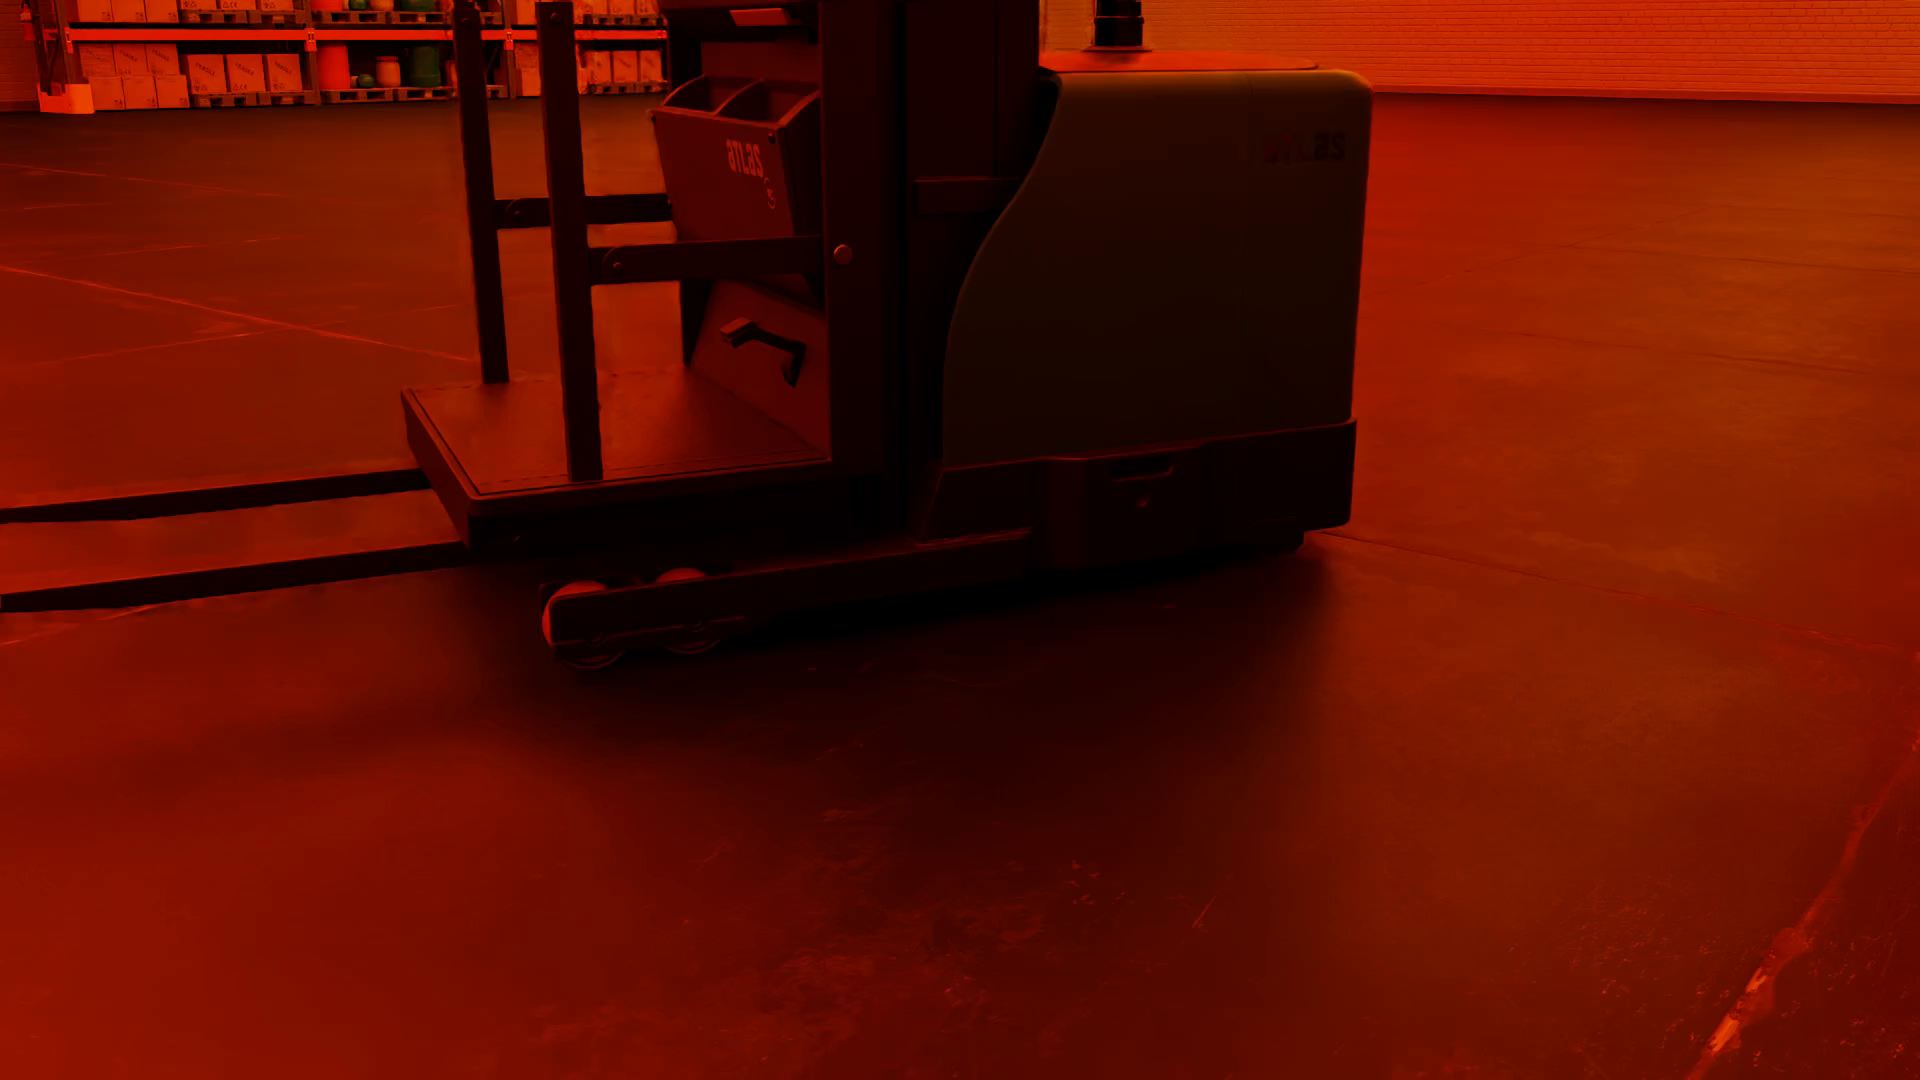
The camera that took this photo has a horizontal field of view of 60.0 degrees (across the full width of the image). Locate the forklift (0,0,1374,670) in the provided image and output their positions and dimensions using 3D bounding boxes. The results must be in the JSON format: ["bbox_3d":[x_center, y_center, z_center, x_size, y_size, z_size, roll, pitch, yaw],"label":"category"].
[{"bbox_3d":[-0.653,-1.332,3.283,3.031,2.935,1.130,-7,18,-23],"label":"forklift"}]
